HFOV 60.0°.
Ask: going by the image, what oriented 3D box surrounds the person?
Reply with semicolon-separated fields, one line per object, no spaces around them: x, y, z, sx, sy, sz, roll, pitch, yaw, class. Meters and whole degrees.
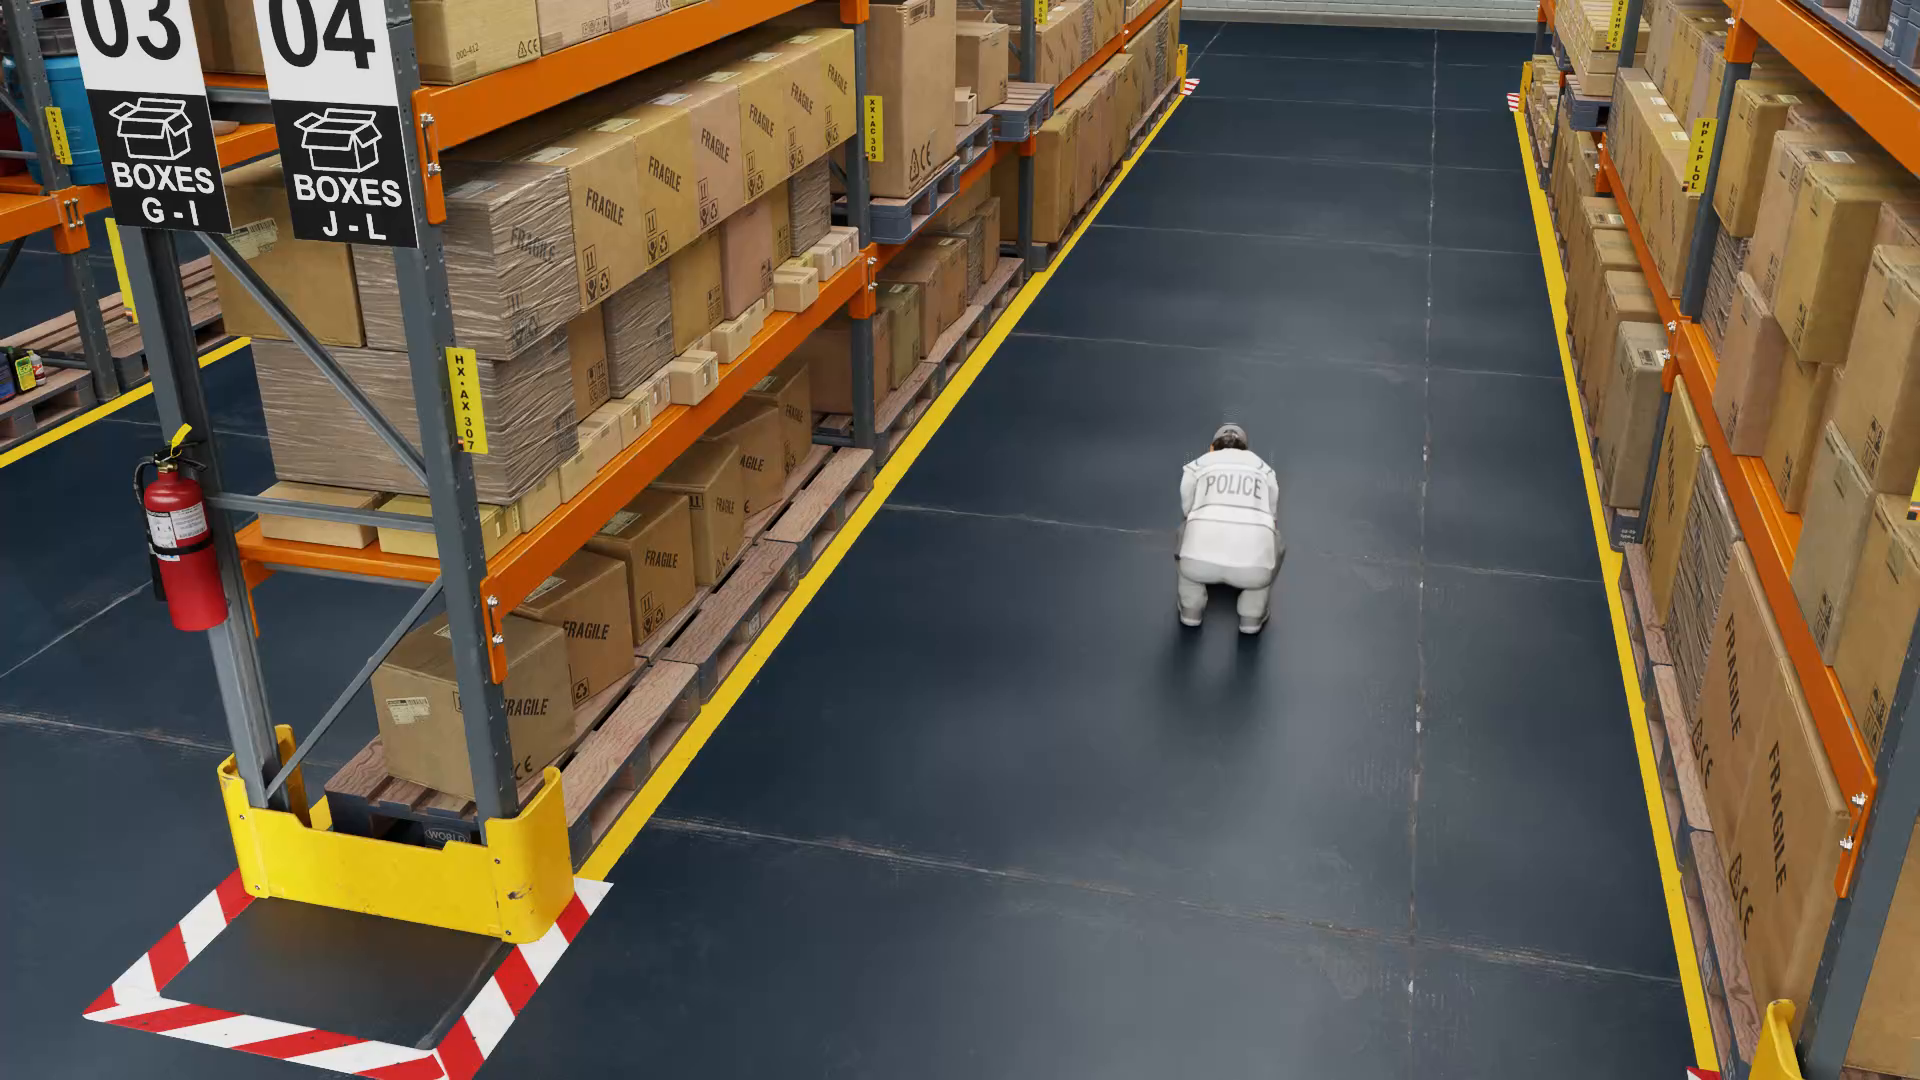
1.243;-0.024;7.734;0.486;0.807;0.856;6;26;13;person
